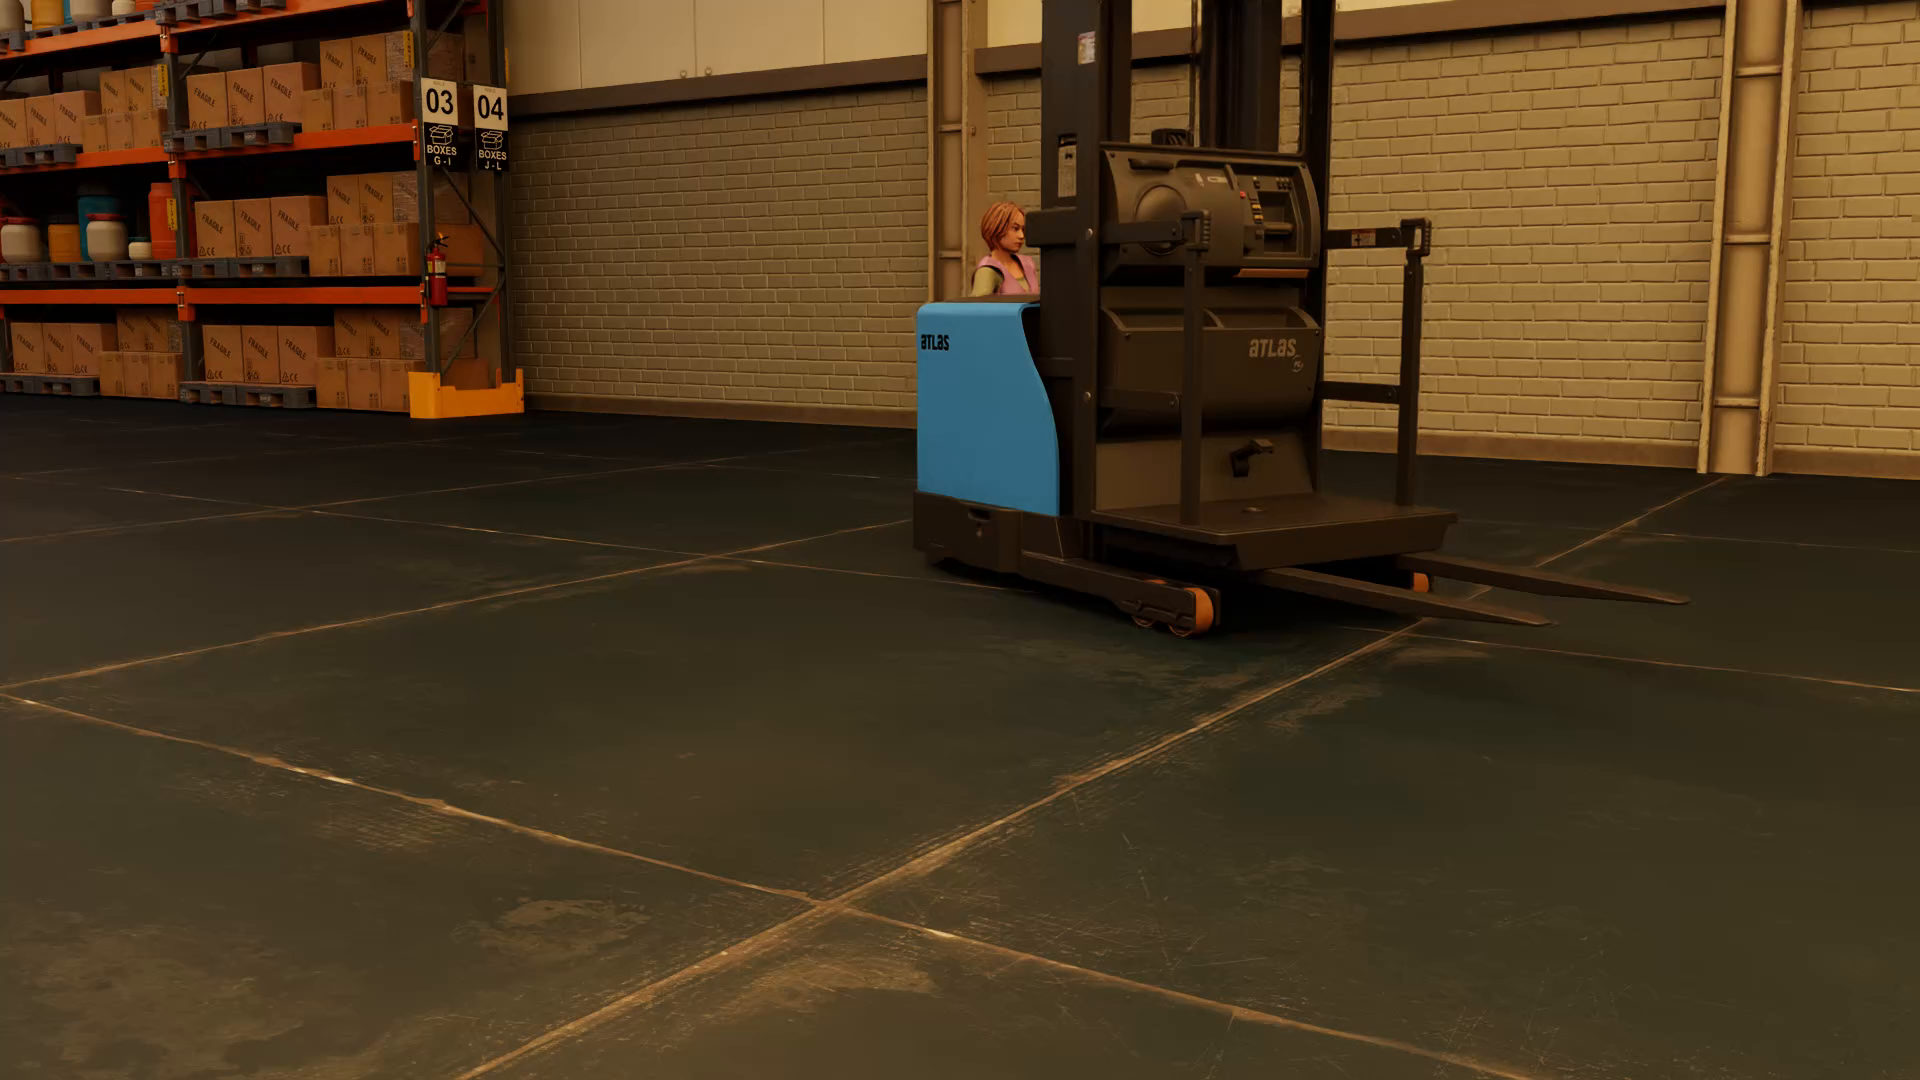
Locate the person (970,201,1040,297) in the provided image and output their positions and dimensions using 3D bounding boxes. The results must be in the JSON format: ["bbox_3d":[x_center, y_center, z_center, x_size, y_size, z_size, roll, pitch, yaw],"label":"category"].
[{"bbox_3d":[0.315,-0.742,7.356,0.594,1.503,0.636,-6,10,-38],"label":"person"}]

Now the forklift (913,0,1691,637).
[{"bbox_3d":[1.018,-1.211,5.706,1.130,2.935,3.031,-5,10,-32],"label":"forklift"}]
